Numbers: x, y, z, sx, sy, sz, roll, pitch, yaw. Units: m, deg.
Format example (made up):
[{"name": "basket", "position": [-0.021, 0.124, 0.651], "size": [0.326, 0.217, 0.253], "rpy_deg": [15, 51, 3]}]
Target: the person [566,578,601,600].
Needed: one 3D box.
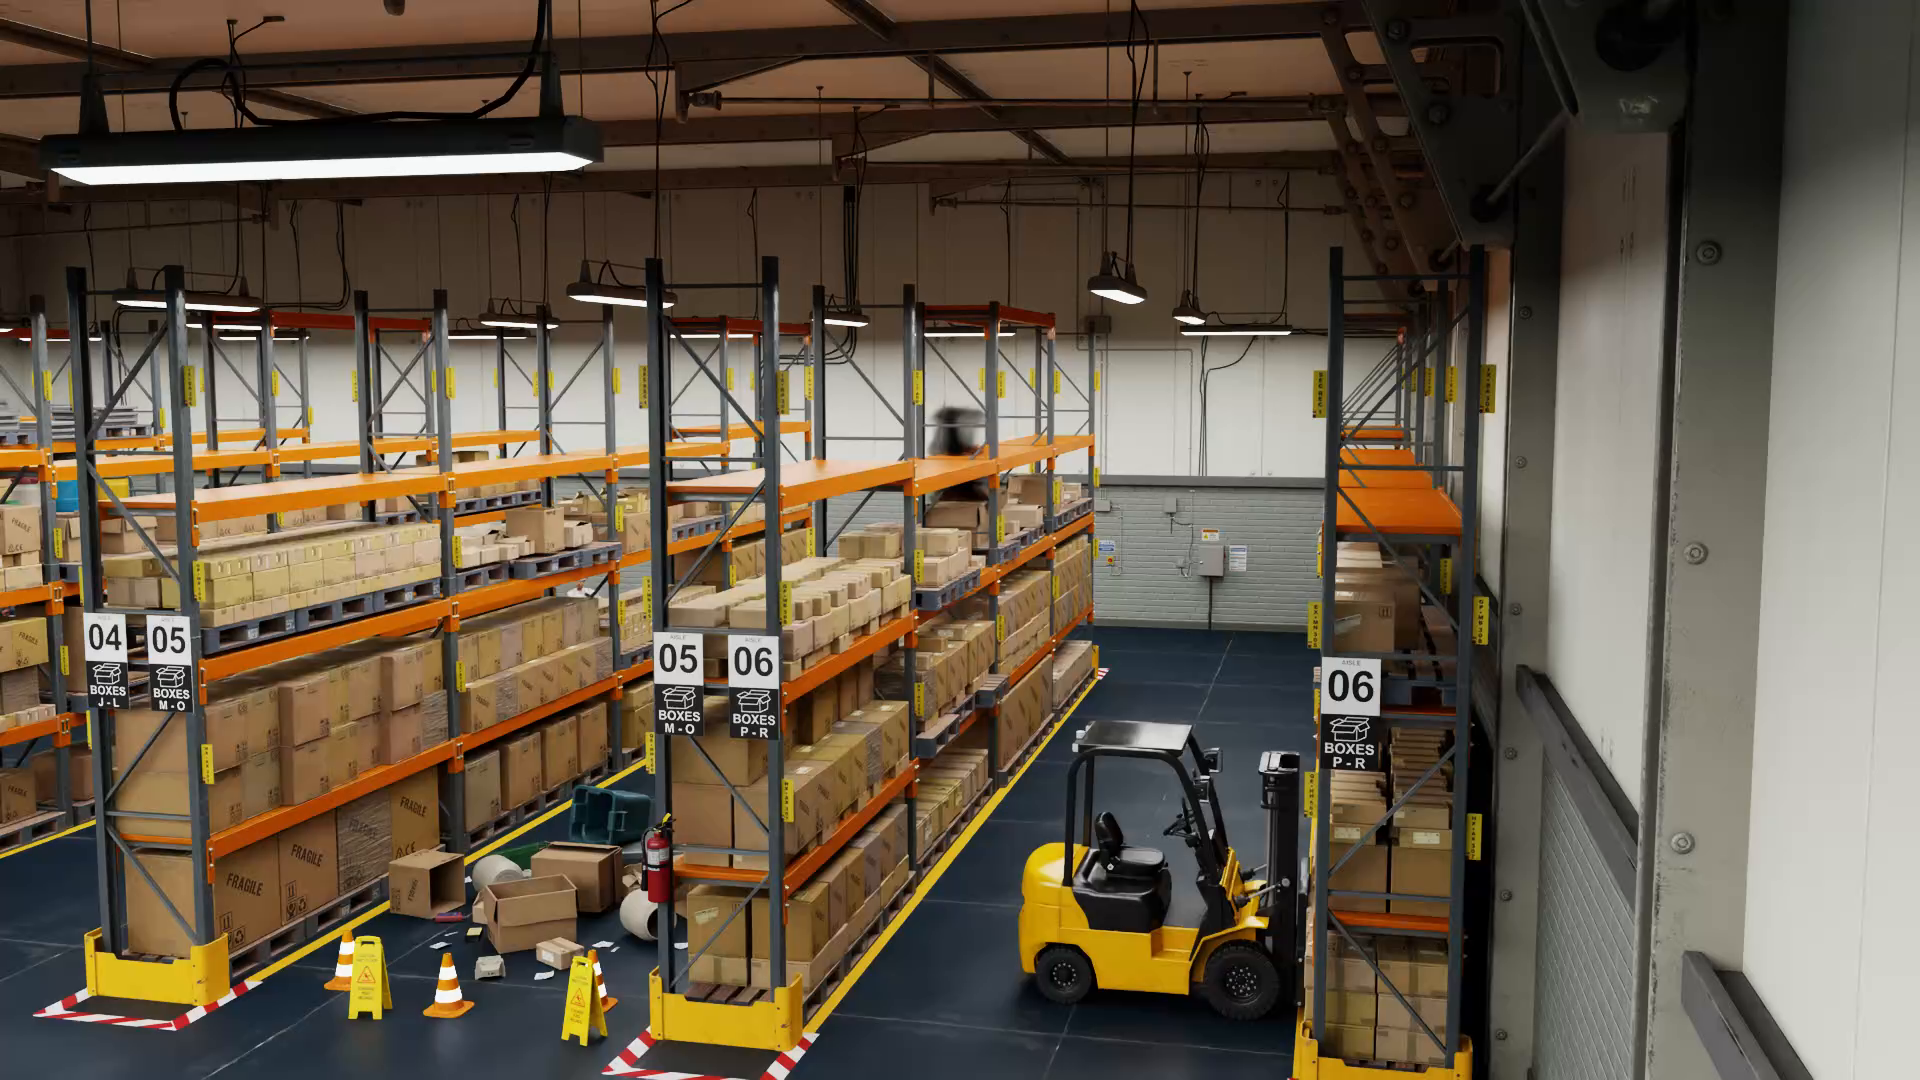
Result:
[{"name": "person", "position": [-6.533, 1.424, 28.708], "size": [0.560, 1.746, 0.831], "rpy_deg": [0, 6, 5]}]
